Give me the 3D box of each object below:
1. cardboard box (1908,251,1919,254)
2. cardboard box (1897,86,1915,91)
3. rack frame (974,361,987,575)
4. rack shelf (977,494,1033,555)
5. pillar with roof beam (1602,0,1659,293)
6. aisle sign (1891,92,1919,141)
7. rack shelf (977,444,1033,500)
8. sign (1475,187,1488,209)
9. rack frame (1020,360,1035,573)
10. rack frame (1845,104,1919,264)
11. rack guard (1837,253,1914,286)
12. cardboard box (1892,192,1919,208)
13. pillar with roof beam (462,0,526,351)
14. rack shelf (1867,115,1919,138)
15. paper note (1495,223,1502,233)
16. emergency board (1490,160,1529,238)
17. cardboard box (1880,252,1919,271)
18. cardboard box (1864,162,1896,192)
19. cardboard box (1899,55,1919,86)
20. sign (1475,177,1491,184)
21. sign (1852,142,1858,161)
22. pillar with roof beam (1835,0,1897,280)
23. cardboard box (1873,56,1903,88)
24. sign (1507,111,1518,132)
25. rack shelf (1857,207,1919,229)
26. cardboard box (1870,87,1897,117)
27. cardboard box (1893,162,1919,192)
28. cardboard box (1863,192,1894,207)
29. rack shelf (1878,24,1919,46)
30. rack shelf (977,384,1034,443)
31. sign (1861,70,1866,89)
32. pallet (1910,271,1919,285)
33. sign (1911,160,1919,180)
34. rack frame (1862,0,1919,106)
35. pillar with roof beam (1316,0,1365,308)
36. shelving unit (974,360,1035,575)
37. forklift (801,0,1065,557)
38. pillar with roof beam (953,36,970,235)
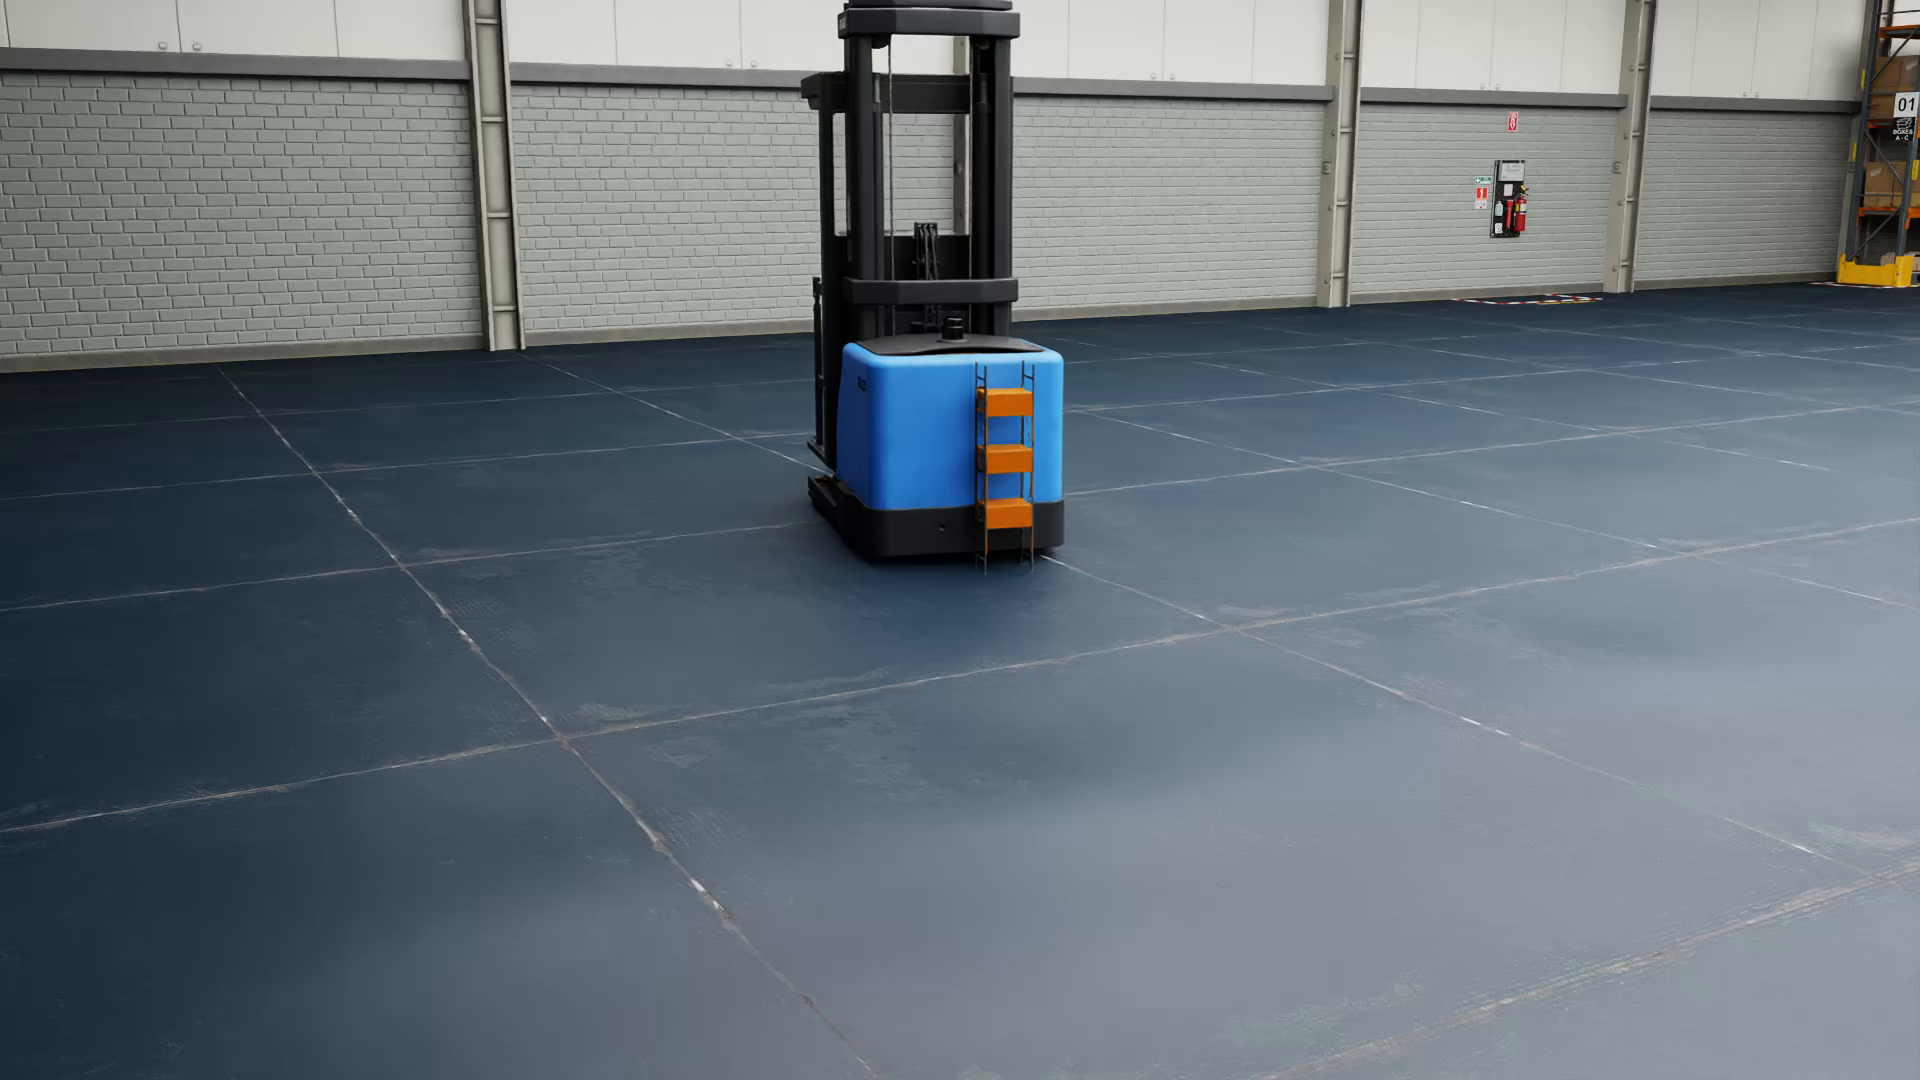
[{"bbox_3d":[16.913,-4.910,29.218,0.500,0.311,0.500,-6,14,-23],"label":"cardboard box"},{"bbox_3d":[16.175,-7.401,28.058,0.500,0.500,0.500,-6,14,-26],"label":"cardboard box"},{"bbox_3d":[0.103,-0.356,8.300,0.008,1.050,0.200,-3,13,-14],"label":"rack frame"},{"bbox_3d":[0.221,-0.081,8.393,0.240,0.259,0.215,-3,13,-14],"label":"rack shelf"},{"bbox_3d":[12.758,-7.598,22.377,0.400,9.000,9.100,-7,14,-28],"label":"pillar with roof beam"},{"bbox_3d":[15.843,-7.095,27.883,0.004,0.787,0.394,-7,14,-28],"label":"aisle sign"},{"bbox_3d":[0.221,-0.352,8.332,0.240,0.259,0.215,-3,13,-14],"label":"rack shelf"},{"bbox_3d":[7.973,-5.228,25.425,0.234,0.329,0.001,-7,14,-28],"label":"sign"},{"bbox_3d":[0.339,-0.369,8.359,0.008,1.050,0.200,-3,13,-14],"label":"rack frame"},{"bbox_3d":[15.762,-5.892,28.459,0.127,3.000,1.000,-7,14,-28],"label":"rack frame"},{"bbox_3d":[15.829,-4.681,28.769,0.348,0.500,1.175,-7,14,-28],"label":"rack guard"},{"bbox_3d":[16.342,-5.819,28.429,0.500,0.250,0.500,-7,15,-29],"label":"cardboard box"},{"bbox_3d":[-3.041,-5.705,13.963,0.400,9.000,9.100,-7,14,-28],"label":"pillar with roof beam"},{"bbox_3d":[17.517,-7.215,29.143,4.000,0.370,1.077,-7,14,-28],"label":"rack shelf"},{"bbox_3d":[8.320,-4.814,25.672,0.142,0.148,0.016,-7,14,-28],"label":"paper note"},{"bbox_3d":[8.508,-5.249,25.599,0.643,1.169,0.194,-7,14,-28],"label":"emergency board"},{"bbox_3d":[16.412,-4.850,28.952,0.500,0.311,0.500,-9,15,-34],"label":"cardboard box"},{"bbox_3d":[16.074,-6.285,28.793,0.500,0.500,0.500,-7,14,-28],"label":"cardboard box"},{"bbox_3d":[16.216,-7.896,27.979,0.500,0.500,0.500,-8,15,-32],"label":"cardboard box"},{"bbox_3d":[7.982,-5.485,25.362,0.331,0.109,0.001,-7,14,-28],"label":"sign"},{"bbox_3d":[15.514,-6.720,28.782,0.005,0.325,0.100,-7,14,-28],"label":"sign"},{"bbox_3d":[18.025,-8.230,25.182,0.400,9.000,9.100,-7,14,-28],"label":"pillar with roof beam"},{"bbox_3d":[16.015,-7.998,28.432,0.500,0.500,0.500,-6,14,-25],"label":"cardboard box"},{"bbox_3d":[8.453,-6.398,25.426,0.199,0.298,0.001,-7,14,-28],"label":"sign"},{"bbox_3d":[17.517,-5.752,29.473,4.000,0.370,1.077,-7,14,-28],"label":"rack shelf"},{"bbox_3d":[16.007,-7.507,28.528,0.500,0.500,0.500,-6,14,-24],"label":"cardboard box"},{"bbox_3d":[16.325,-6.187,28.356,0.500,0.500,0.500,-7,14,-28],"label":"cardboard box"},{"bbox_3d":[16.079,-5.915,28.857,0.500,0.250,0.500,-7,14,-27],"label":"cardboard box"},{"bbox_3d":[17.517,-8.677,28.814,4.000,0.370,1.077,-7,14,-28],"label":"rack shelf"},{"bbox_3d":[0.221,-0.629,8.269,0.240,0.259,0.215,-3,13,-14],"label":"rack shelf"},{"bbox_3d":[15.514,-7.897,28.517,0.005,0.325,0.100,-7,14,-28],"label":"sign"},{"bbox_3d":[16.559,-4.618,29.150,1.213,0.211,1.003,-7,14,-28],"label":"pallet"},{"bbox_3d":[16.022,-6.210,27.899,0.005,0.325,0.100,-7,14,-28],"label":"sign"},{"bbox_3d":[15.762,-8.819,27.800,0.127,3.000,1.000,-7,14,-28],"label":"rack frame"},{"bbox_3d":[7.492,-6.967,19.572,0.400,9.000,9.100,-7,14,-28],"label":"pillar with roof beam"},{"bbox_3d":[0.221,-0.363,8.329,0.252,1.050,0.215,-3,13,-14],"label":"shelving unit"},{"bbox_3d":[-0.301,-1.622,9.641,1.130,2.935,3.031,-3,13,-13],"label":"forklift"},{"bbox_3d":[2.225,-6.336,16.767,0.400,9.000,9.100,-7,14,-28],"label":"pillar with roof beam"}]
